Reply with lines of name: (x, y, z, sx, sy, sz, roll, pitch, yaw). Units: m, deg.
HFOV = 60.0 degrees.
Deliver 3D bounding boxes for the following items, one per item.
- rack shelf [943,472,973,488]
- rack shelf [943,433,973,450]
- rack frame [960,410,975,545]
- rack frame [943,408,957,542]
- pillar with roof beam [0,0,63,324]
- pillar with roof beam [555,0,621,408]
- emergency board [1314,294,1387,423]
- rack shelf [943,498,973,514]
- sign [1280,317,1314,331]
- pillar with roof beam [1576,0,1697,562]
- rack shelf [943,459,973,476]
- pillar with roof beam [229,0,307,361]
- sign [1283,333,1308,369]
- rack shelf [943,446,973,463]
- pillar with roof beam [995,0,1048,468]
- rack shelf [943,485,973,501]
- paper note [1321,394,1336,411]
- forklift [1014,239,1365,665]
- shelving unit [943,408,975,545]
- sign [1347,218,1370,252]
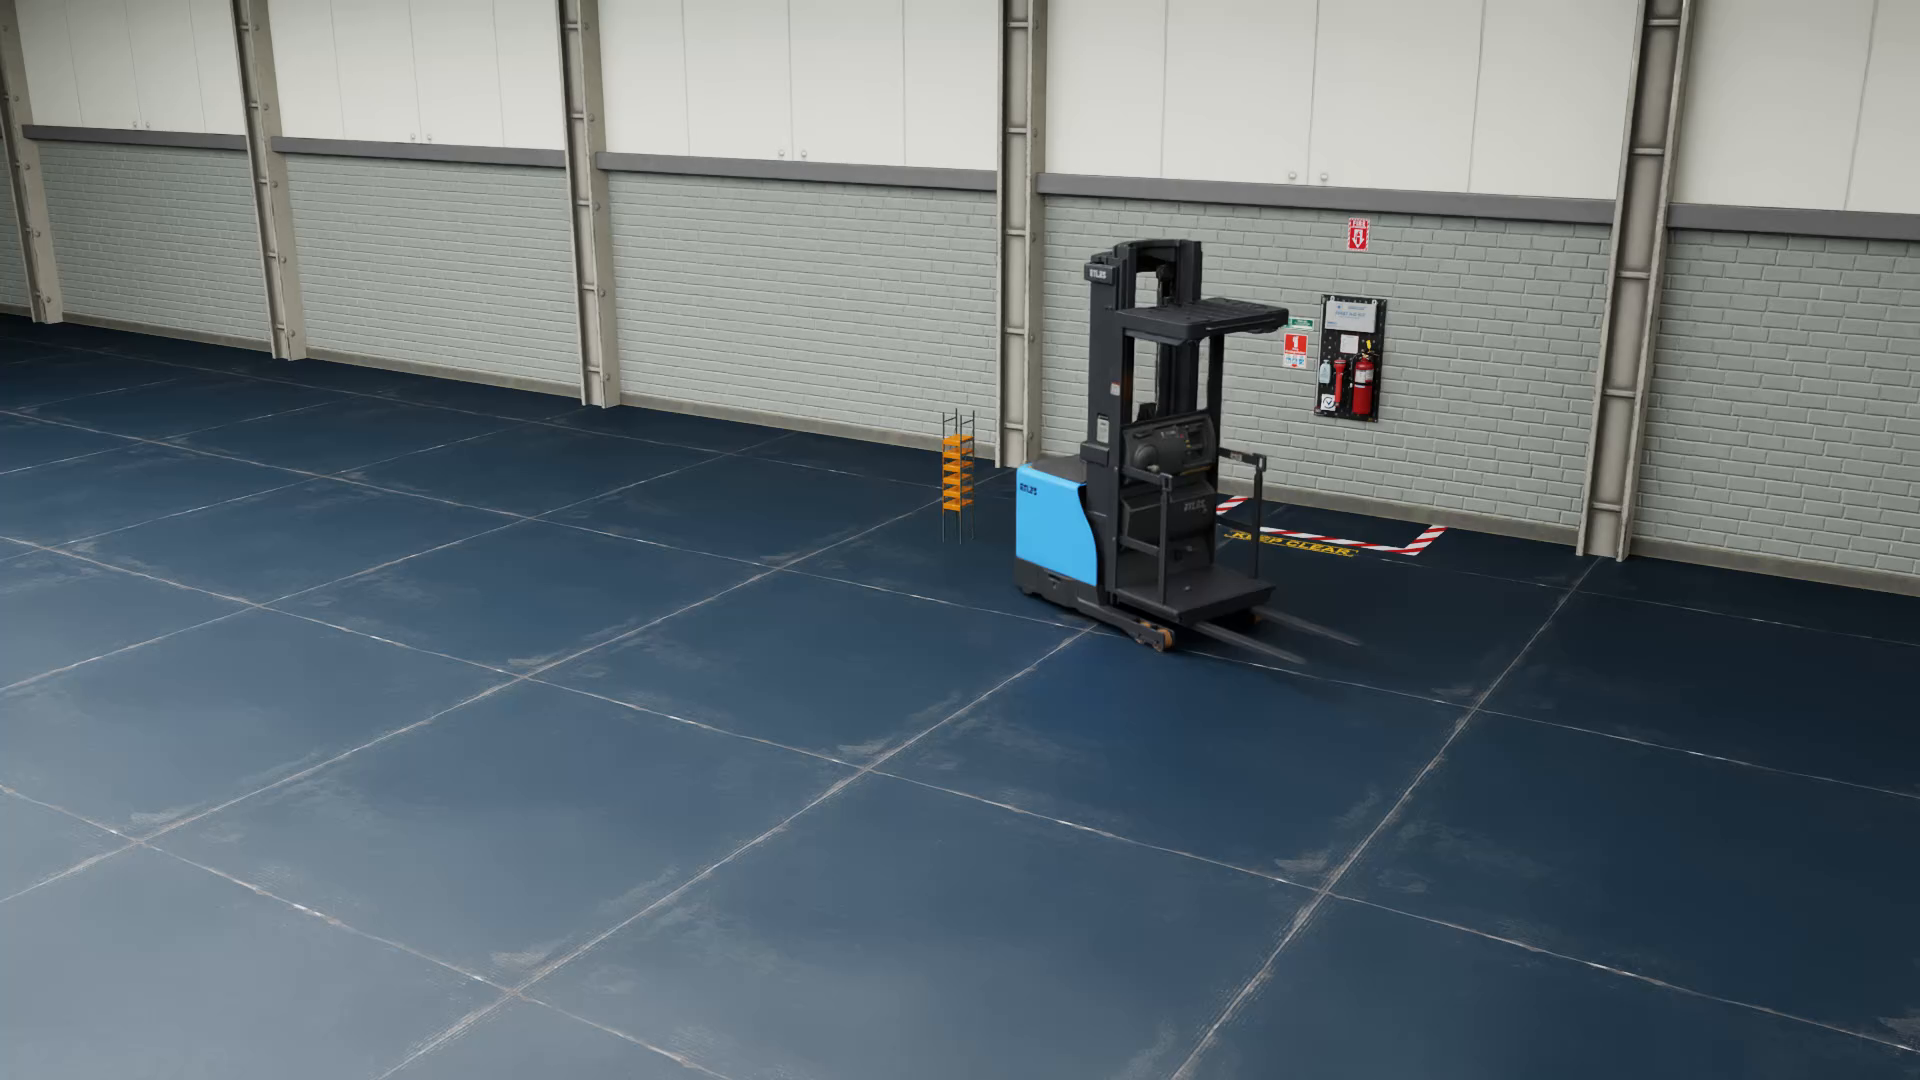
rack shelf: (-0.012, -0.534, 15.096, 0.180, 0.103, 0.258, 10, 20, 30)
rack shelf: (-0.012, -0.878, 14.991, 0.180, 0.103, 0.258, 10, 20, 30)
rack frame: (0.066, -0.562, 15.037, 0.006, 1.200, 0.240, 10, 20, 30)
rack frame: (-0.090, -0.590, 15.129, 0.006, 1.200, 0.240, 10, 20, 30)
pillar with roof beam: (-16.968, -6.766, 22.041, 0.400, 9.000, 9.100, 10, 20, 30)
pillar with roof beam: (-6.743, -4.941, 16.032, 0.400, 9.000, 9.100, 10, 20, 30)
emergency board: (3.650, -1.696, 15.674, 0.643, 1.169, 0.194, 10, 20, 30)
rack shelf: (-0.012, -0.304, 15.166, 0.180, 0.103, 0.258, 10, 20, 30)
sign: (3.232, -2.074, 15.943, 0.331, 0.109, 0.001, 10, 20, 30)
pillar with roof beam: (3.483, -3.115, 10.023, 0.400, 9.000, 9.100, 10, 20, 30)
rack shelf: (-0.012, -0.649, 15.061, 0.180, 0.103, 0.258, 10, 20, 30)
pillar with roof beam: (-11.856, -5.853, 19.037, 0.400, 9.000, 9.100, 10, 20, 30)
sign: (3.233, -1.823, 16.030, 0.234, 0.329, 0.001, 10, 20, 30)
rack shelf: (-0.012, -0.763, 15.026, 0.180, 0.103, 0.258, 10, 20, 30)
pillar with roof beam: (-1.630, -4.028, 13.028, 0.400, 9.000, 9.100, 10, 20, 30)
rack shelf: (-0.012, -0.419, 15.131, 0.180, 0.103, 0.258, 10, 20, 30)
paper note: (3.535, -1.319, 15.947, 0.142, 0.148, 0.016, 10, 20, 30)
forklift: (1.741, -0.729, 12.609, 1.130, 2.935, 3.031, -13, 21, -36)
shelving unit: (-0.012, -0.576, 15.083, 0.189, 1.200, 0.258, 10, 20, 30)
sign: (3.695, -2.832, 15.422, 0.199, 0.298, 0.001, 10, 20, 30)
